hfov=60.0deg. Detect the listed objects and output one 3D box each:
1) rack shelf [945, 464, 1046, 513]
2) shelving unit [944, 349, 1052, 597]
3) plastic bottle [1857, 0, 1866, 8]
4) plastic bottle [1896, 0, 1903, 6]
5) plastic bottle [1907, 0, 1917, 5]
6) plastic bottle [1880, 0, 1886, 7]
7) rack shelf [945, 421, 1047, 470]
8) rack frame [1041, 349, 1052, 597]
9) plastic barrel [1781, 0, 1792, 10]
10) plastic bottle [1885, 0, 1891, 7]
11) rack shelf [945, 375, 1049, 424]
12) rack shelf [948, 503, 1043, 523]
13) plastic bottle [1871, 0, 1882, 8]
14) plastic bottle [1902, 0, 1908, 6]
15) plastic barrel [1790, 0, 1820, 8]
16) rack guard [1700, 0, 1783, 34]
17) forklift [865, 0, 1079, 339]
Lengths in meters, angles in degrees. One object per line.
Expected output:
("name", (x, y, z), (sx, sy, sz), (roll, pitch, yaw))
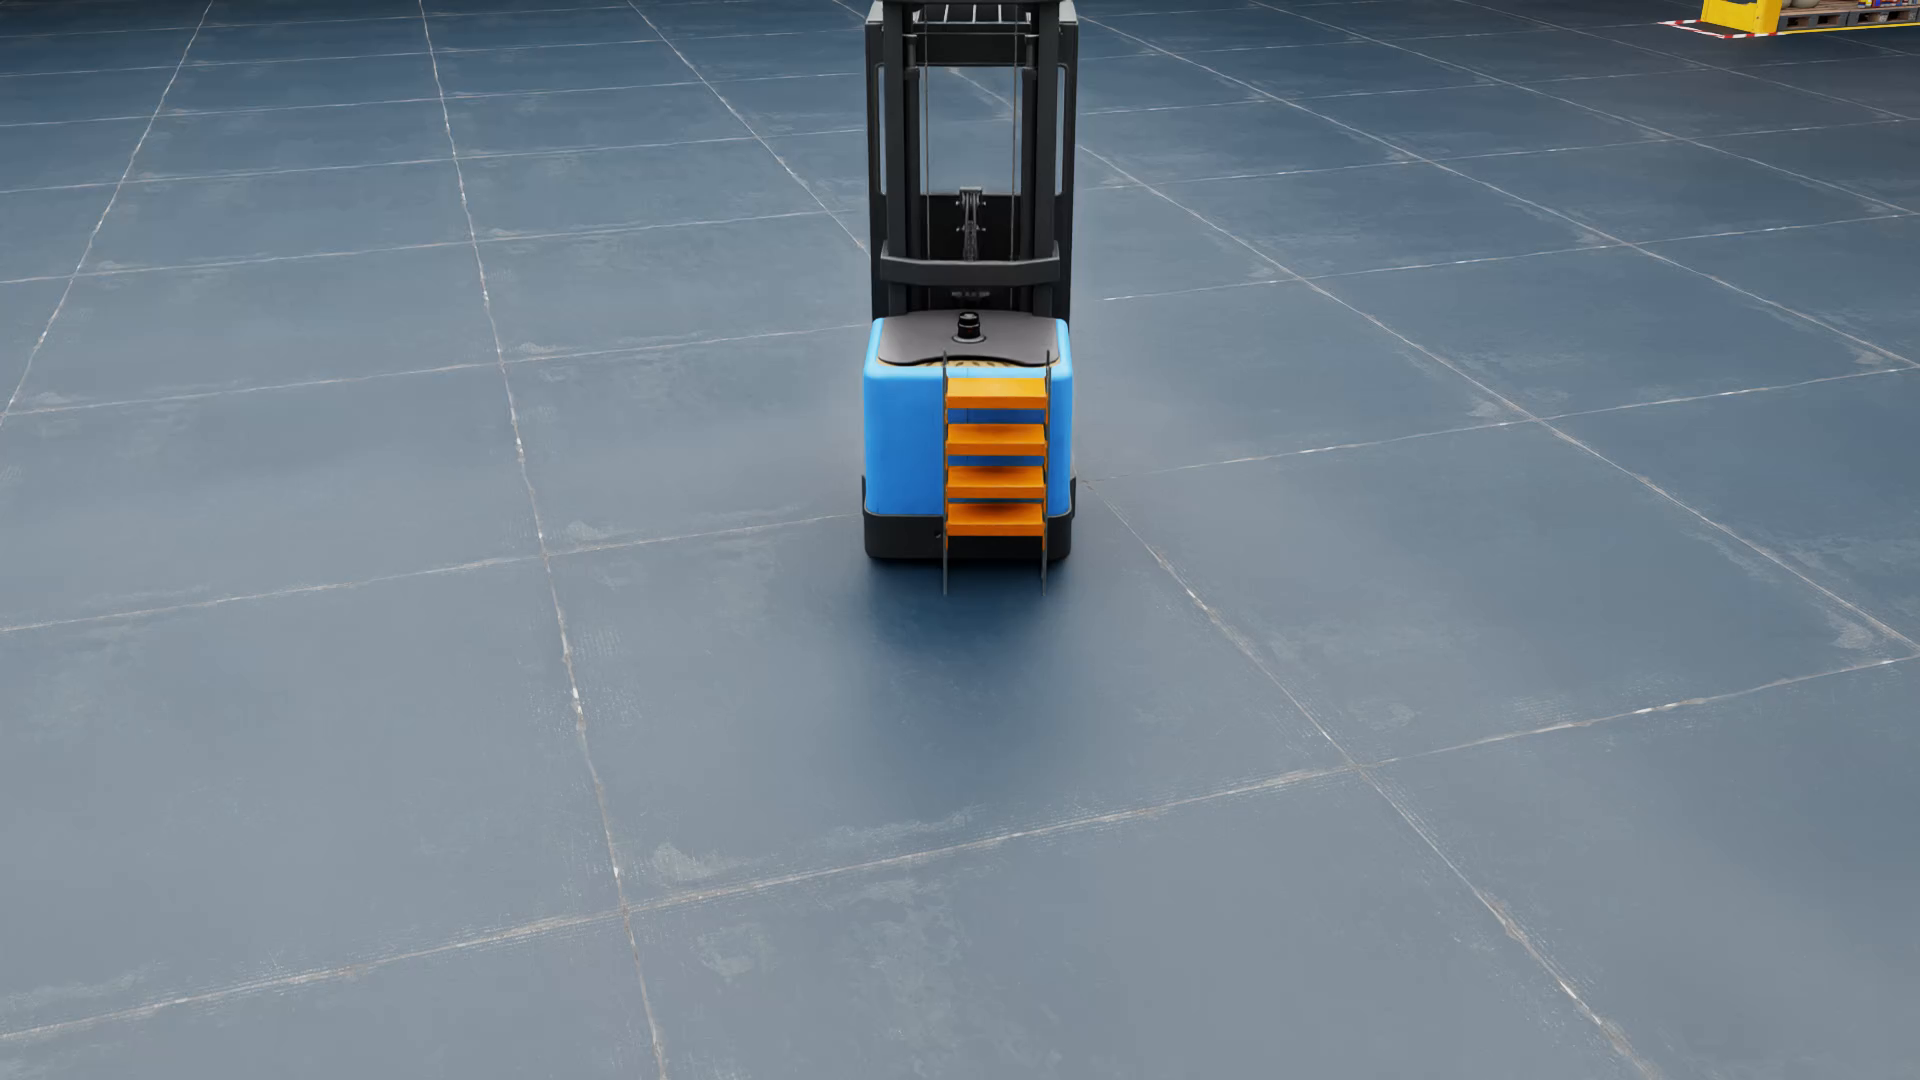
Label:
("rack shelf", (0.172, -0.252, 8.059), (0.480, 0.148, 0.258), (0, 26, 0))
("shelving unit", (0.174, -0.312, 8.029), (0.499, 1.200, 0.258), (0, 26, 0))
("plastic bottle", (12.594, -7.562, 23.182), (0.097, 0.271, 0.097), (0, 26, 0))
("plastic bottle", (13.207, -7.651, 23.361), (0.097, 0.271, 0.097), (0, 26, 0))
("plastic bottle", (13.408, -7.695, 23.444), (0.135, 0.276, 0.152), (-8, 27, -15))
("plastic bottle", (12.920, -7.609, 23.277), (0.097, 0.271, 0.097), (0, 26, 0))
("rack shelf", (0.172, -0.452, 7.960), (0.480, 0.148, 0.258), (0, 26, 0))
("rack frame", (0.416, -0.311, 8.027), (0.015, 1.200, 0.240), (0, 26, 0))
("plastic barrel", (11.375, -7.666, 23.143), (0.421, 0.512, 0.421), (0, 26, 0))
("plastic bottle", (13.015, -7.623, 23.305), (0.097, 0.271, 0.097), (0, 26, 0))
("rack shelf", (0.172, -0.664, 7.855), (0.480, 0.148, 0.258), (0, 26, 0))
("rack shelf", (0.172, -0.122, 8.124), (0.457, 0.021, 0.221), (0, 26, 0))
("plastic bottle", (12.815, -7.591, 23.227), (0.133, 0.283, 0.061), (-8, 27, -15))
("plastic bottle", (13.304, -7.633, 23.405), (0.097, 0.201, 0.097), (0, 26, 0))
("plastic barrel", (11.852, -7.735, 23.282), (0.421, 0.512, 0.421), (0, 26, 0))
("rack guard", (10.831, -7.380, 23.053), (0.348, 0.500, 1.175), (-8, 28, -16))
("forklift", (0.068, -1.826, 9.132), (1.121, 2.935, 3.031), (0, 26, 1))
